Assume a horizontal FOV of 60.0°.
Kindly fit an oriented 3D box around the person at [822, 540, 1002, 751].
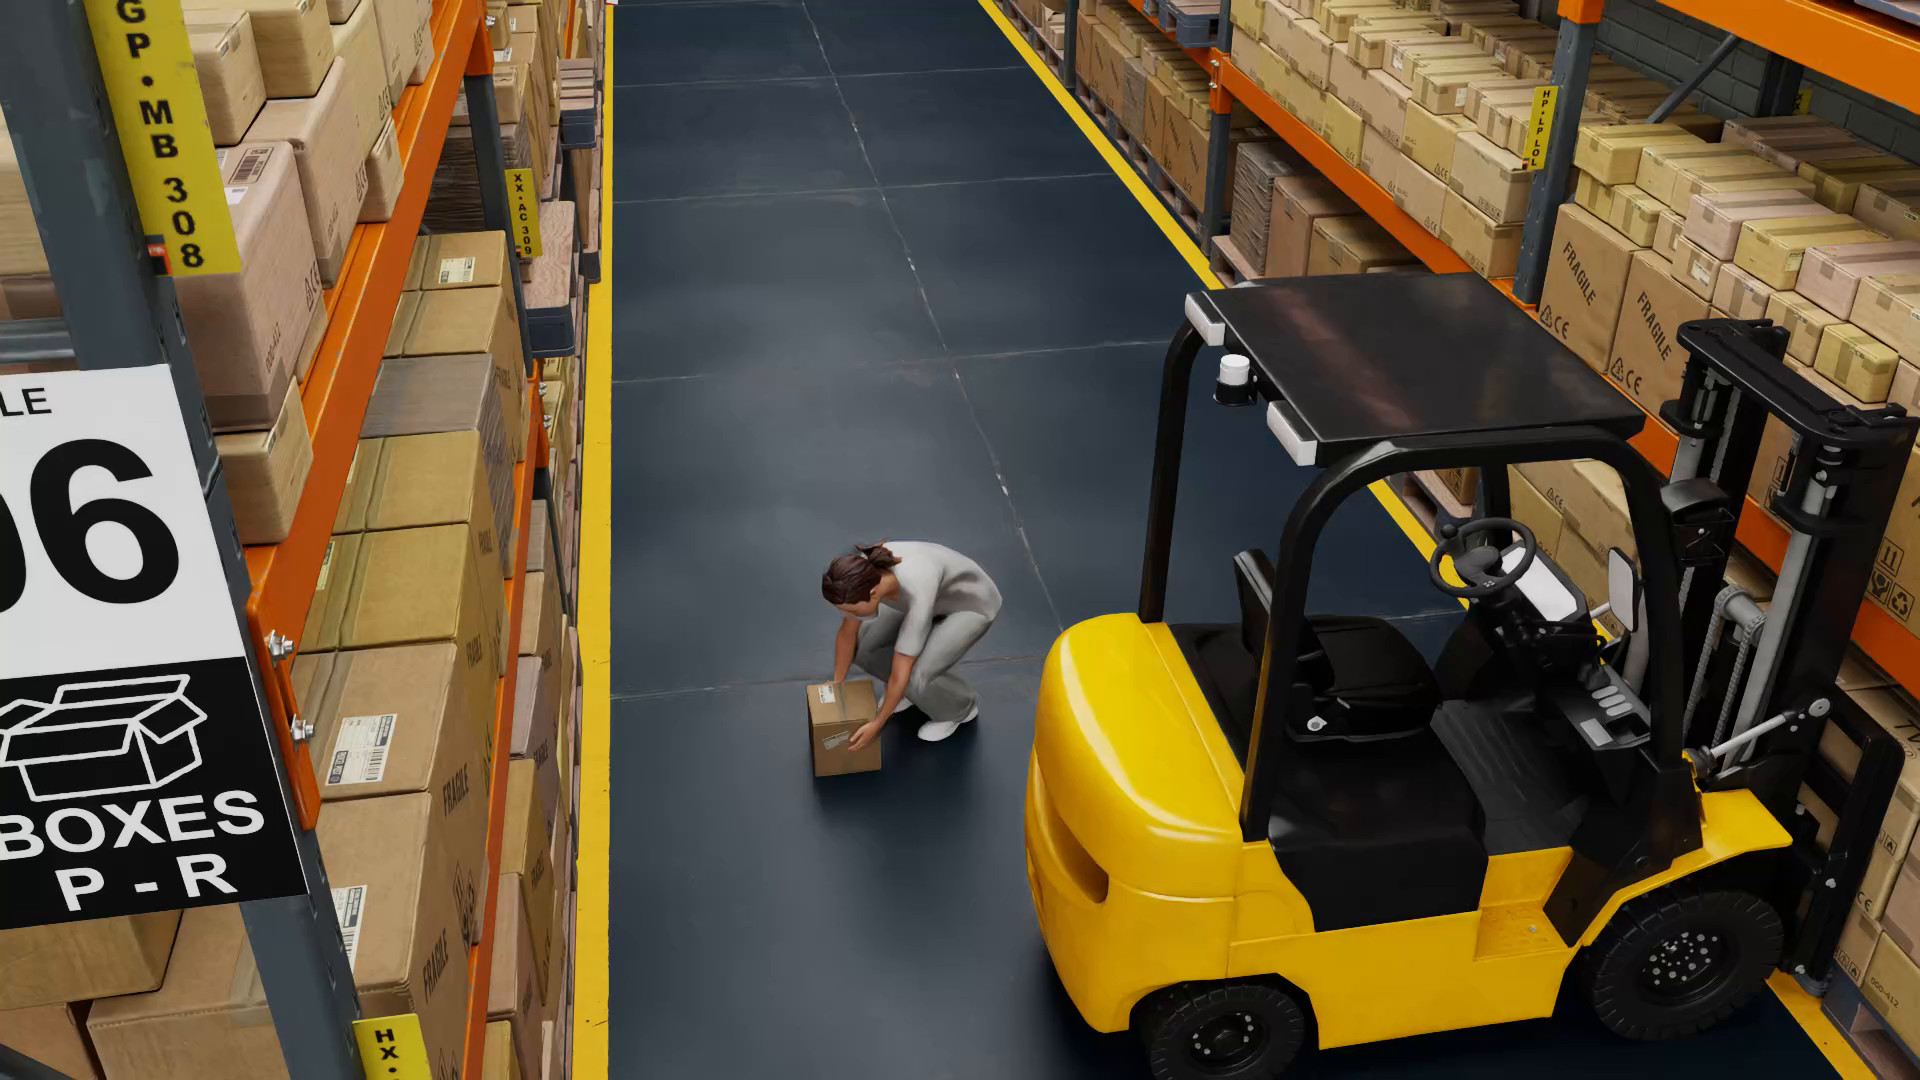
[{"bbox_3d":[-0.192,0.342,6.307,0.795,0.913,0.481,-23,38,-33],"label":"person"}]
